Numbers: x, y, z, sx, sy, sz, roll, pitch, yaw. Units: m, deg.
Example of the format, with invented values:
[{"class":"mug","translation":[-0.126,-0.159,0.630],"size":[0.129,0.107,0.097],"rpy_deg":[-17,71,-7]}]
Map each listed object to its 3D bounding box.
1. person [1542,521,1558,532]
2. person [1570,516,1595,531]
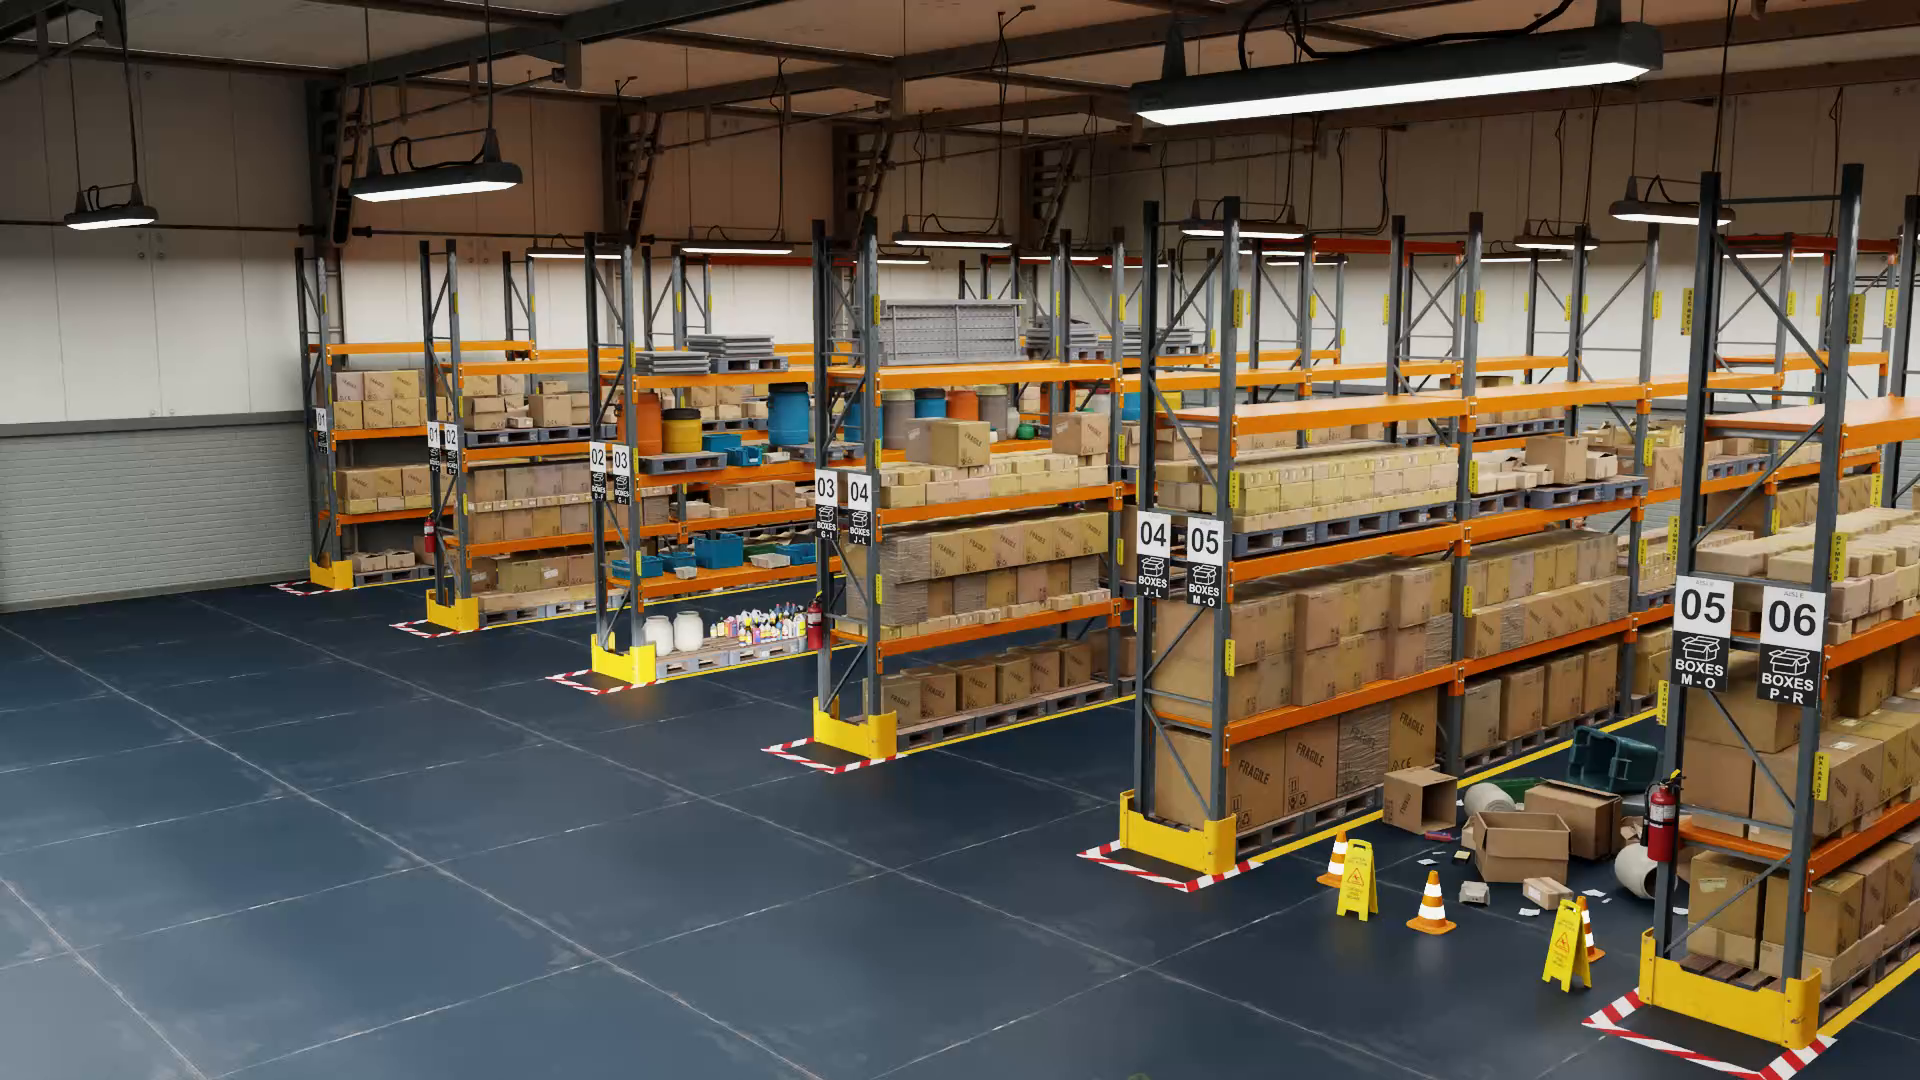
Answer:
[{"class":"person","translation":[9.270,0.477,26.191],"size":[0.560,1.715,0.907],"rpy_deg":[8,11,42]},{"class":"person","translation":[6.591,0.185,28.531],"size":[4.278,1.725,7.258],"rpy_deg":[-7,11,-40]}]
